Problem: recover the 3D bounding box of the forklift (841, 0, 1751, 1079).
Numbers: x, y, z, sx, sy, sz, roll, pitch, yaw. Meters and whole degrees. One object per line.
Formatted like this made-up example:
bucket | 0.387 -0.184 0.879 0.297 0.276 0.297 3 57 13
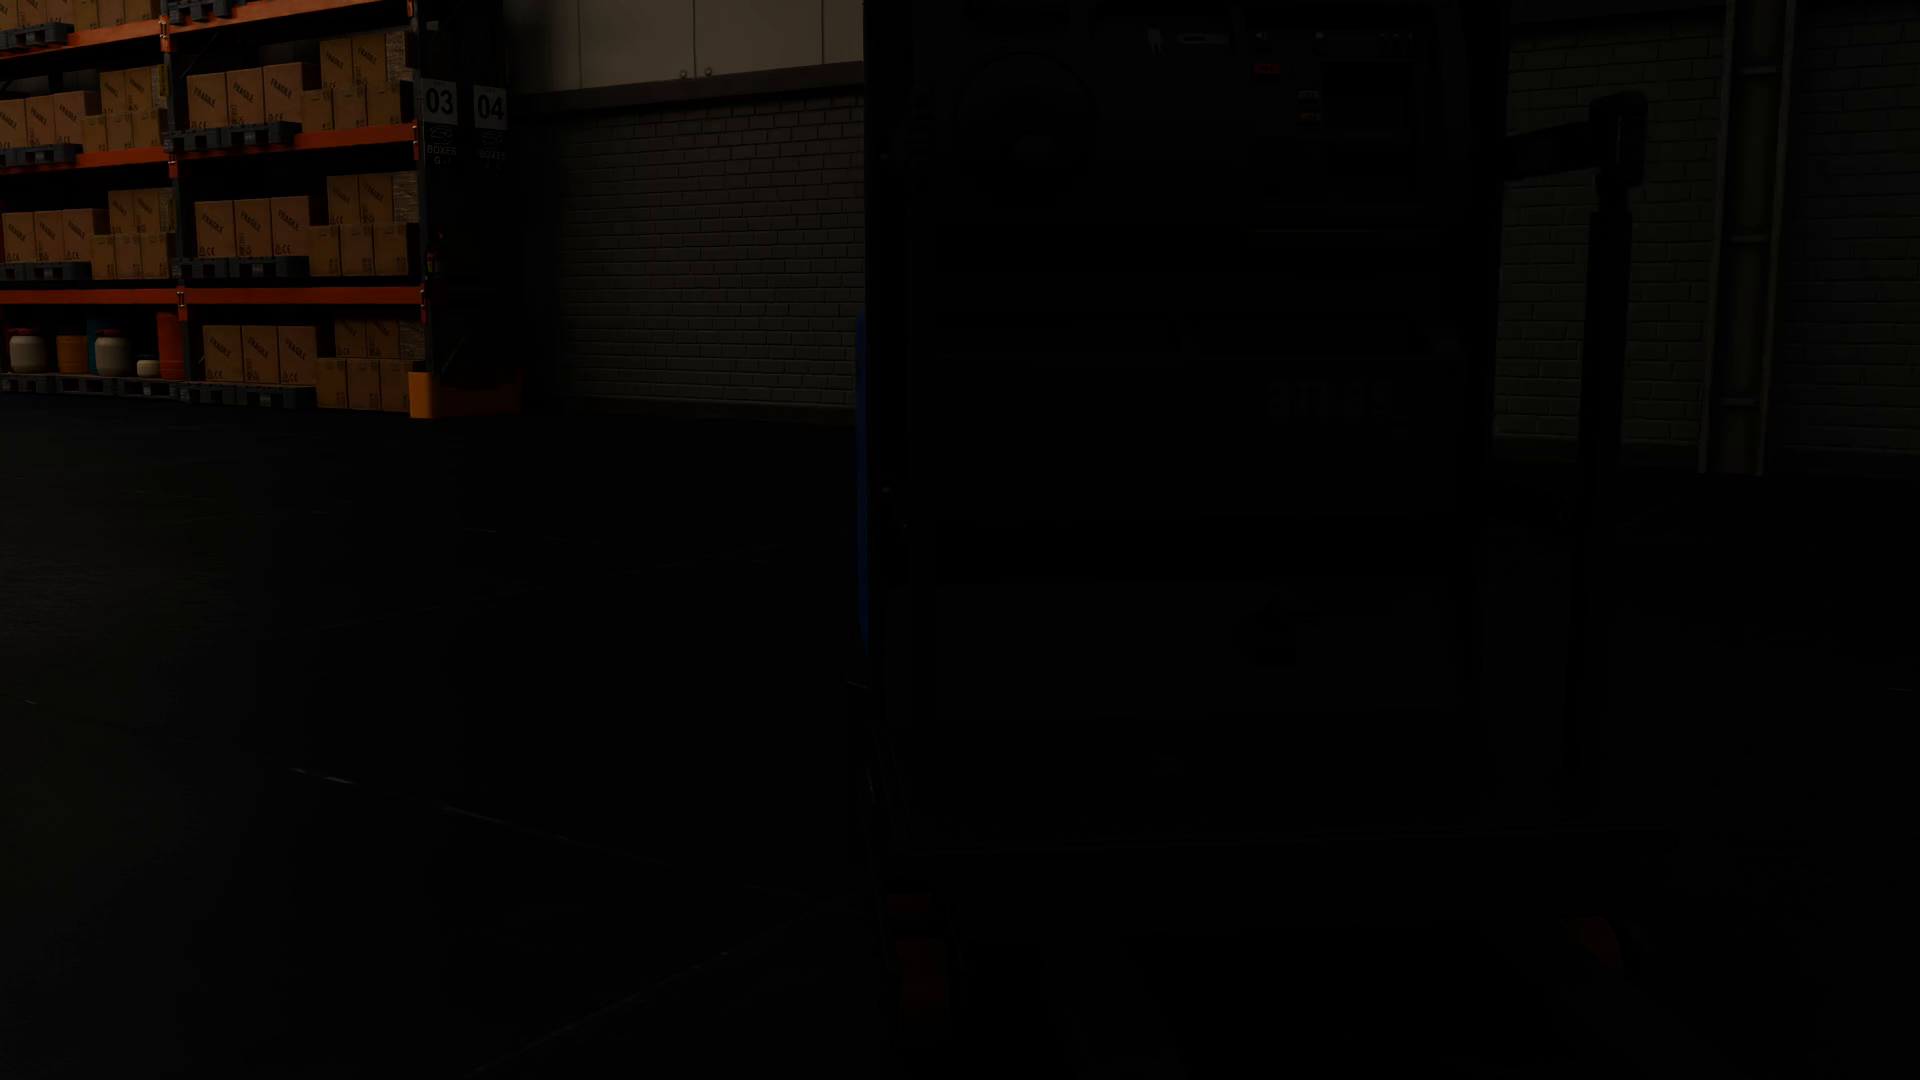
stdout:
forklift | 0.409 -0.761 2.544 1.130 2.935 3.031 -1 8 -6
